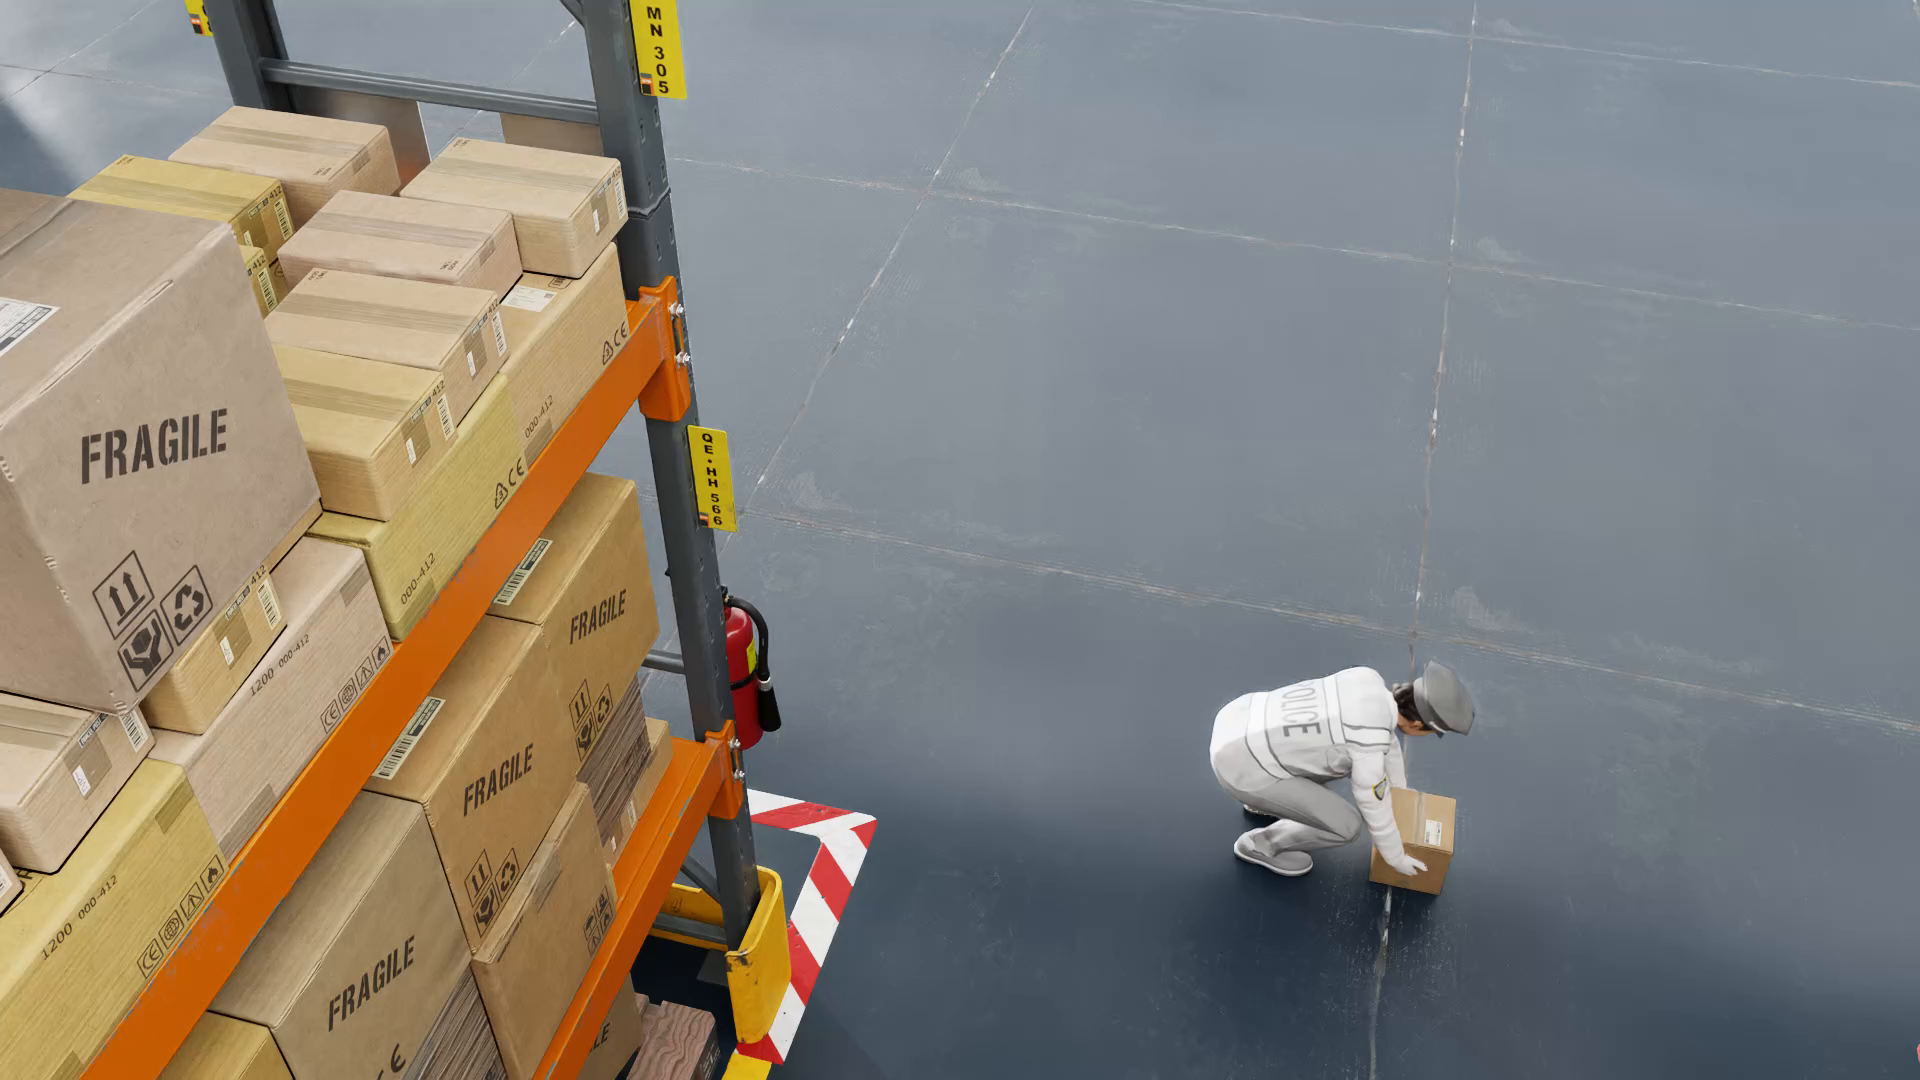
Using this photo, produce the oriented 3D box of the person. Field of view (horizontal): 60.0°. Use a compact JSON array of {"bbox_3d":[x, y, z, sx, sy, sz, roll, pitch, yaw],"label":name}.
[{"bbox_3d":[1.317,0.775,5.863,0.856,0.897,0.485,10,42,11],"label":"person"}]
